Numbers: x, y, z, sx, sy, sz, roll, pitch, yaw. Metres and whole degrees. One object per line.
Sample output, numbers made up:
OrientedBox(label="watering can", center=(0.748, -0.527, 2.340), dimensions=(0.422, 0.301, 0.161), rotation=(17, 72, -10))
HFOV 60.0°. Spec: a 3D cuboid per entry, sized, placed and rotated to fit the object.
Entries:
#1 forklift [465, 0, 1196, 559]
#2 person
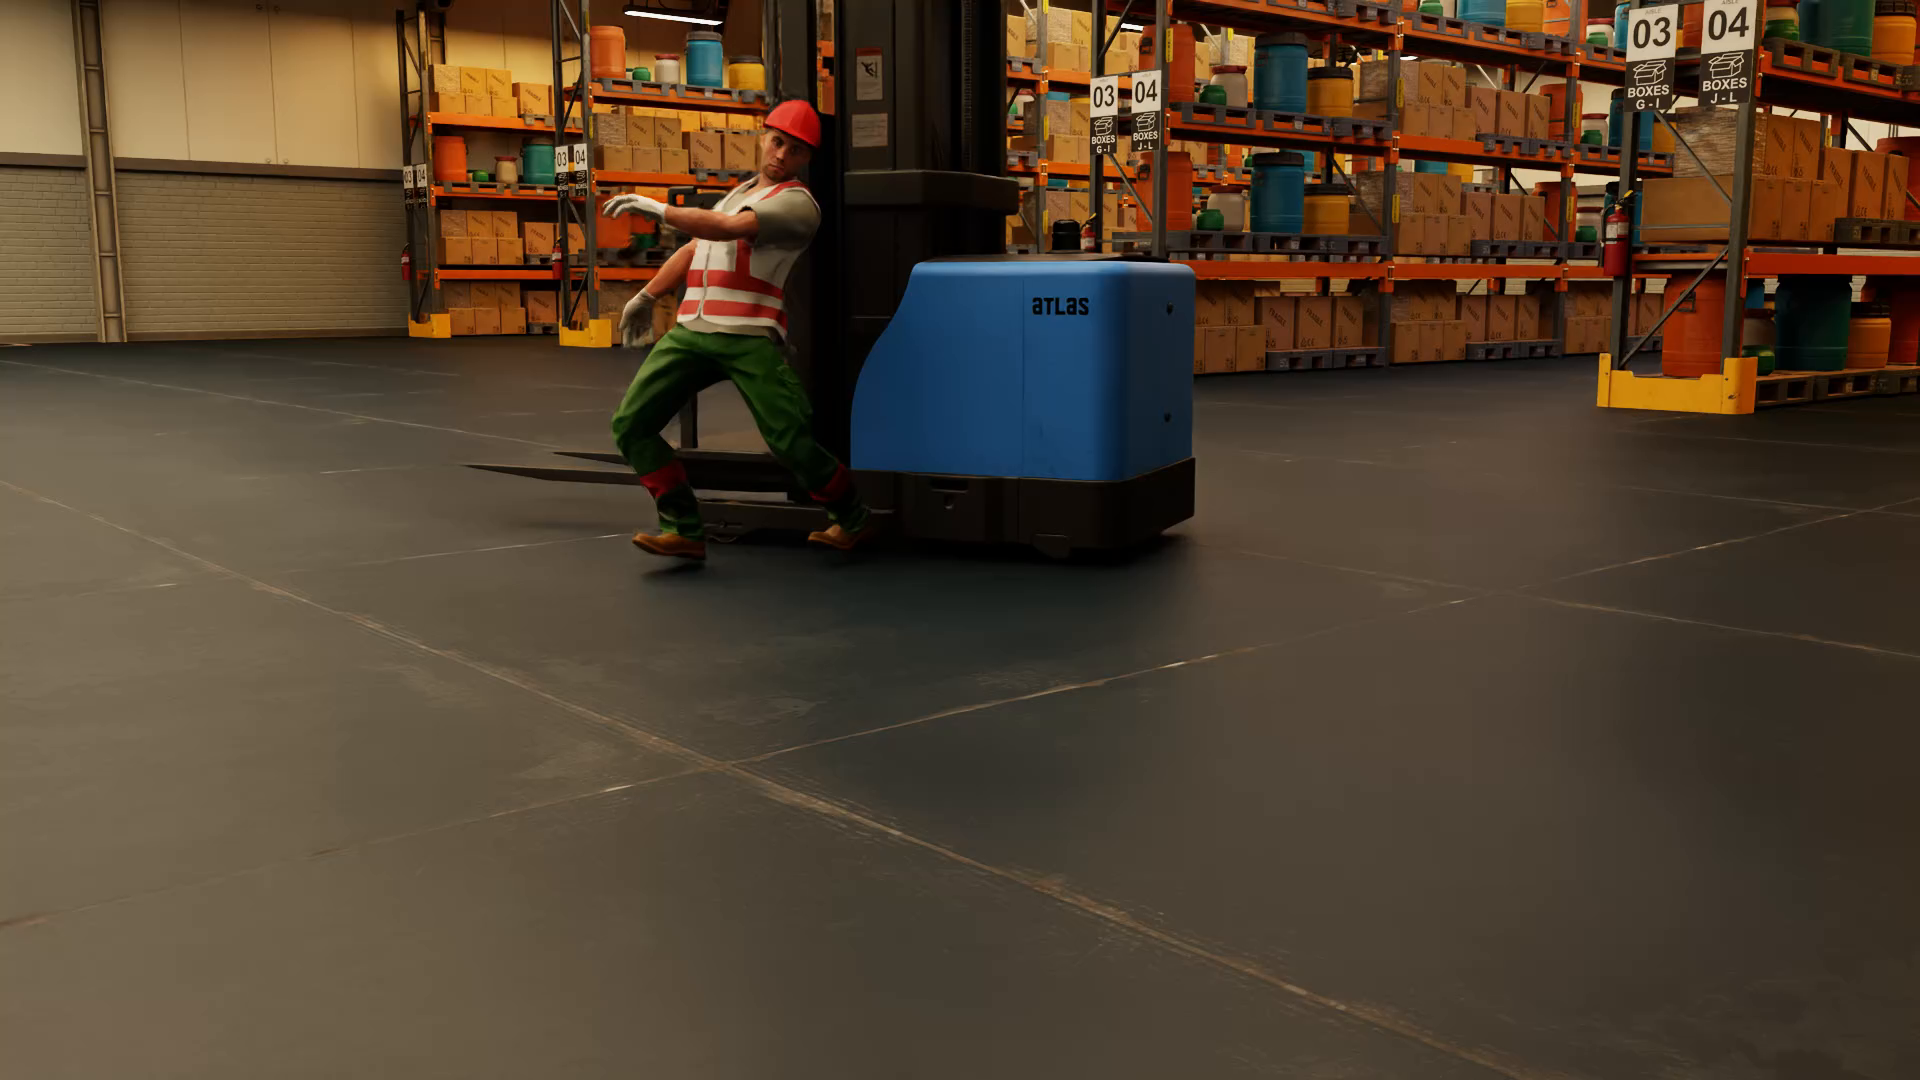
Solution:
OrientedBox(label="forklift", center=(-0.619, -1.506, 6.687), dimensions=(3.031, 2.935, 1.130), rotation=(4, 10, 23))
OrientedBox(label="person", center=(-0.861, -0.712, 5.805), dimensions=(0.863, 1.602, 0.855), rotation=(6, 11, 35))
